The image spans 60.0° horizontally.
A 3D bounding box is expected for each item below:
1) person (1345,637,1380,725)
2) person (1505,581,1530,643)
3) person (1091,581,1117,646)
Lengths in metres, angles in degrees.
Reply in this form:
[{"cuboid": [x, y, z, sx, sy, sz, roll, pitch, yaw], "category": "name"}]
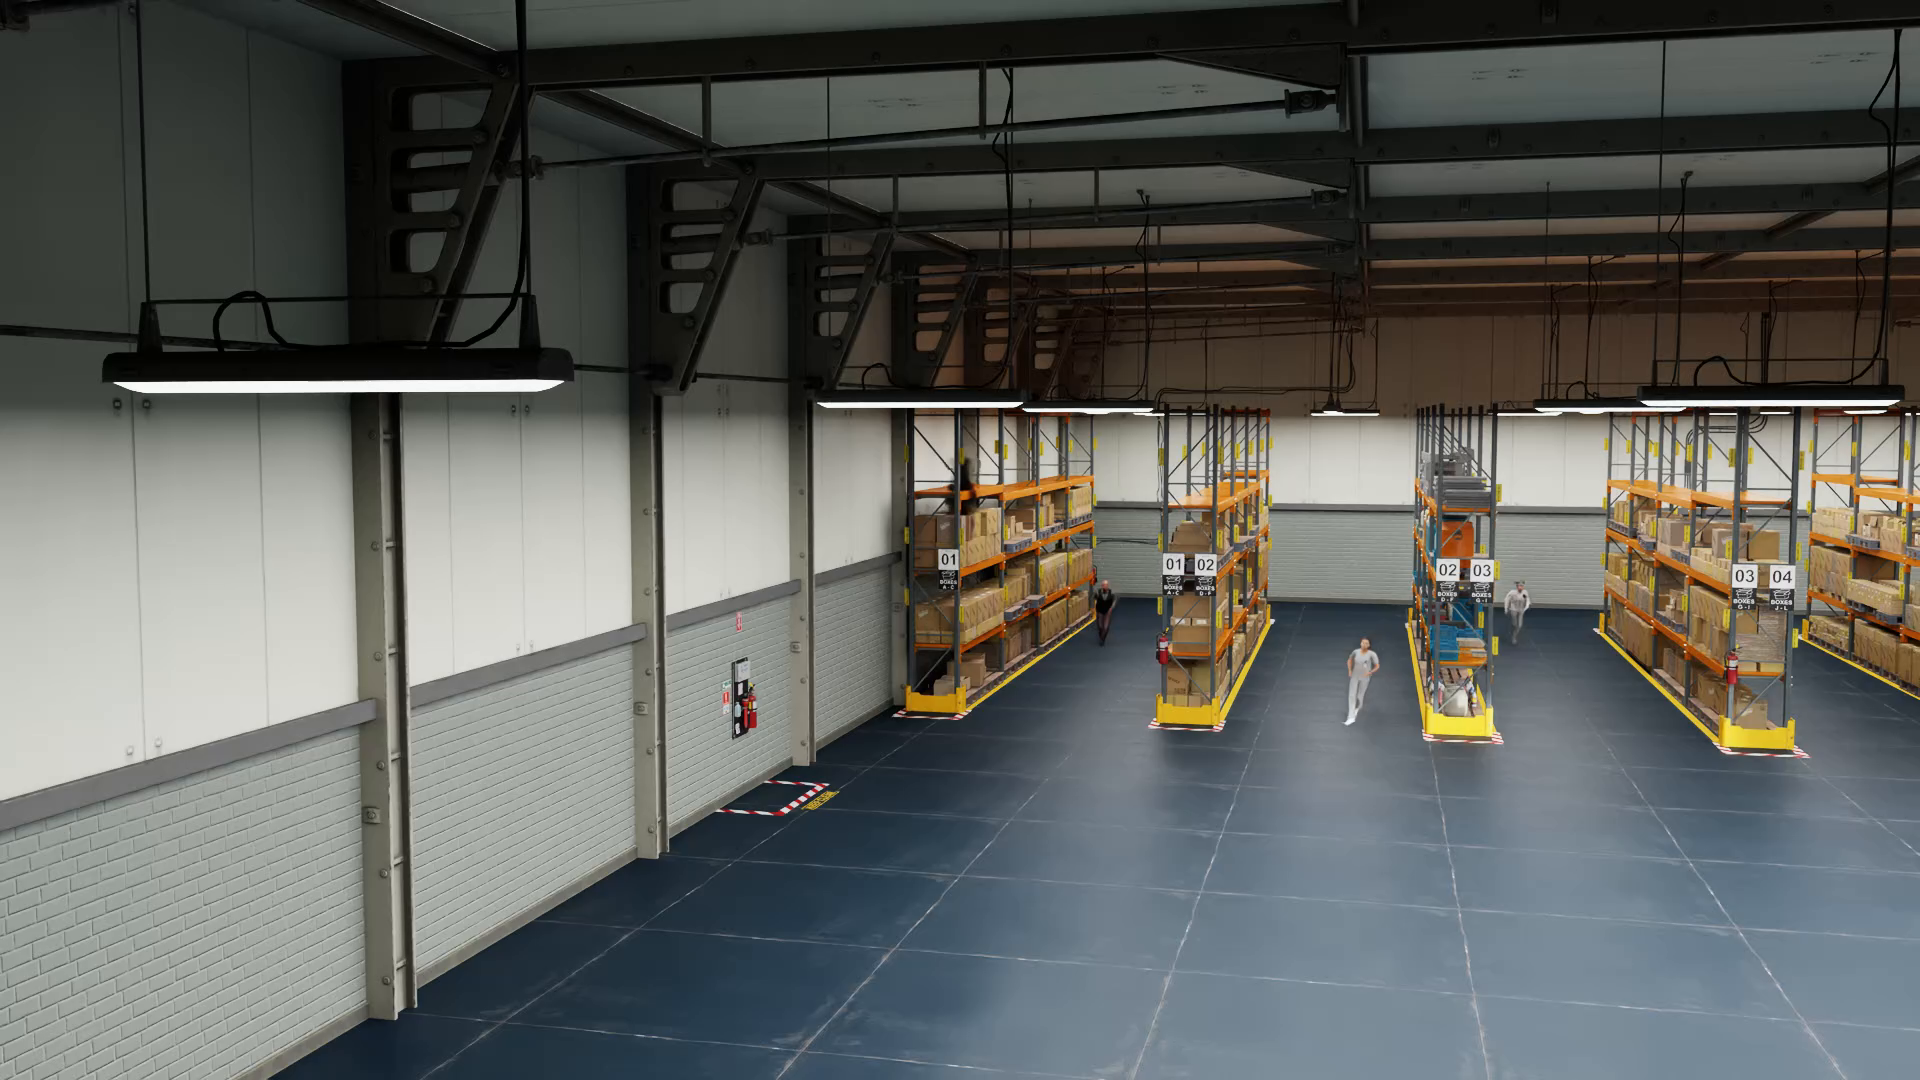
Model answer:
[{"cuboid": [7.610, 2.631, 31.386, 0.606, 1.646, 0.849, 2, 4, 22], "category": "person"}, {"cuboid": [14.263, 1.826, 42.574, 0.600, 1.618, 0.619, 0, 4, -2], "category": "person"}, {"cuboid": [3.648, 1.839, 42.080, 0.649, 1.660, 0.658, 0, 4, -2], "category": "person"}]
